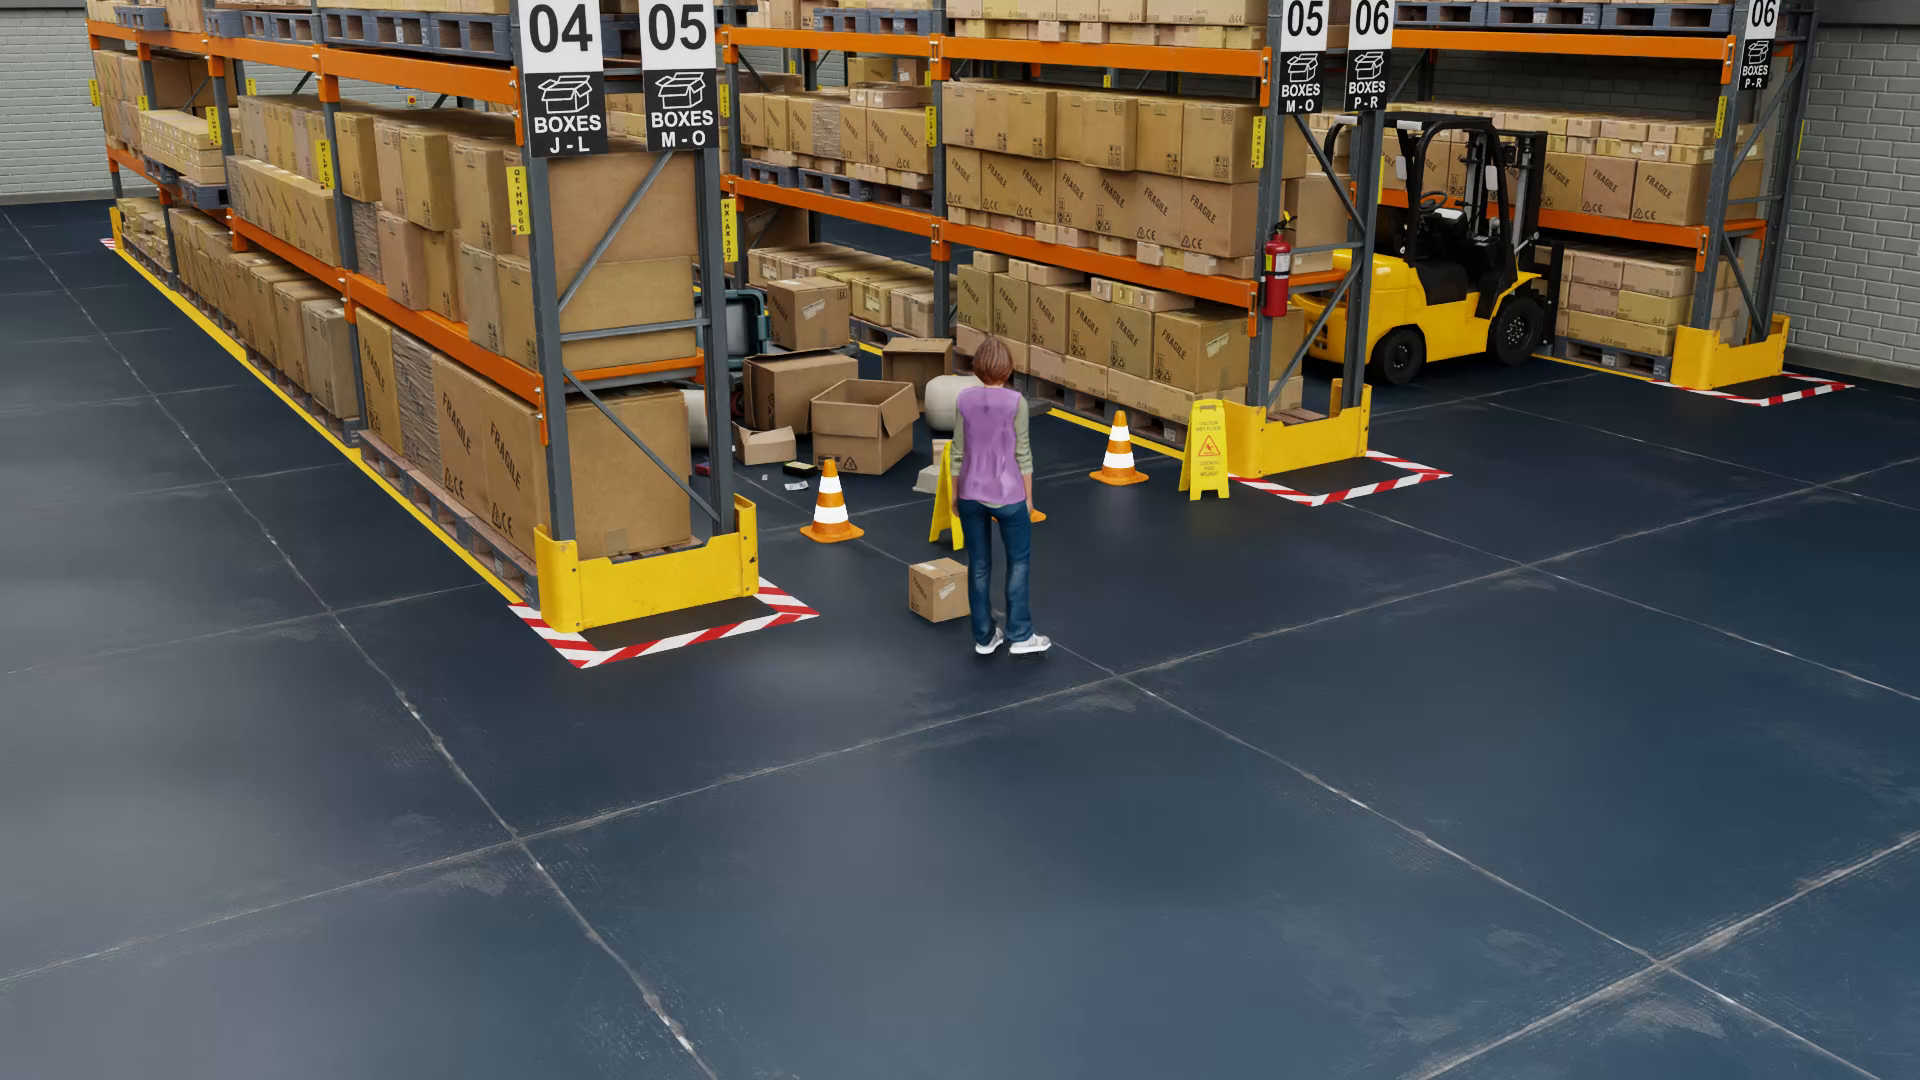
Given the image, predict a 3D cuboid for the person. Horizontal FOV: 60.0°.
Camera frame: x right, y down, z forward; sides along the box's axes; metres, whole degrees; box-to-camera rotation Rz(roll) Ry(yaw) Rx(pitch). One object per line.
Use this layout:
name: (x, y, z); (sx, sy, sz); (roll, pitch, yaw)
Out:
person: (0.189, -0.195, 8.156); (0.491, 1.615, 0.326); (5, 19, 16)
